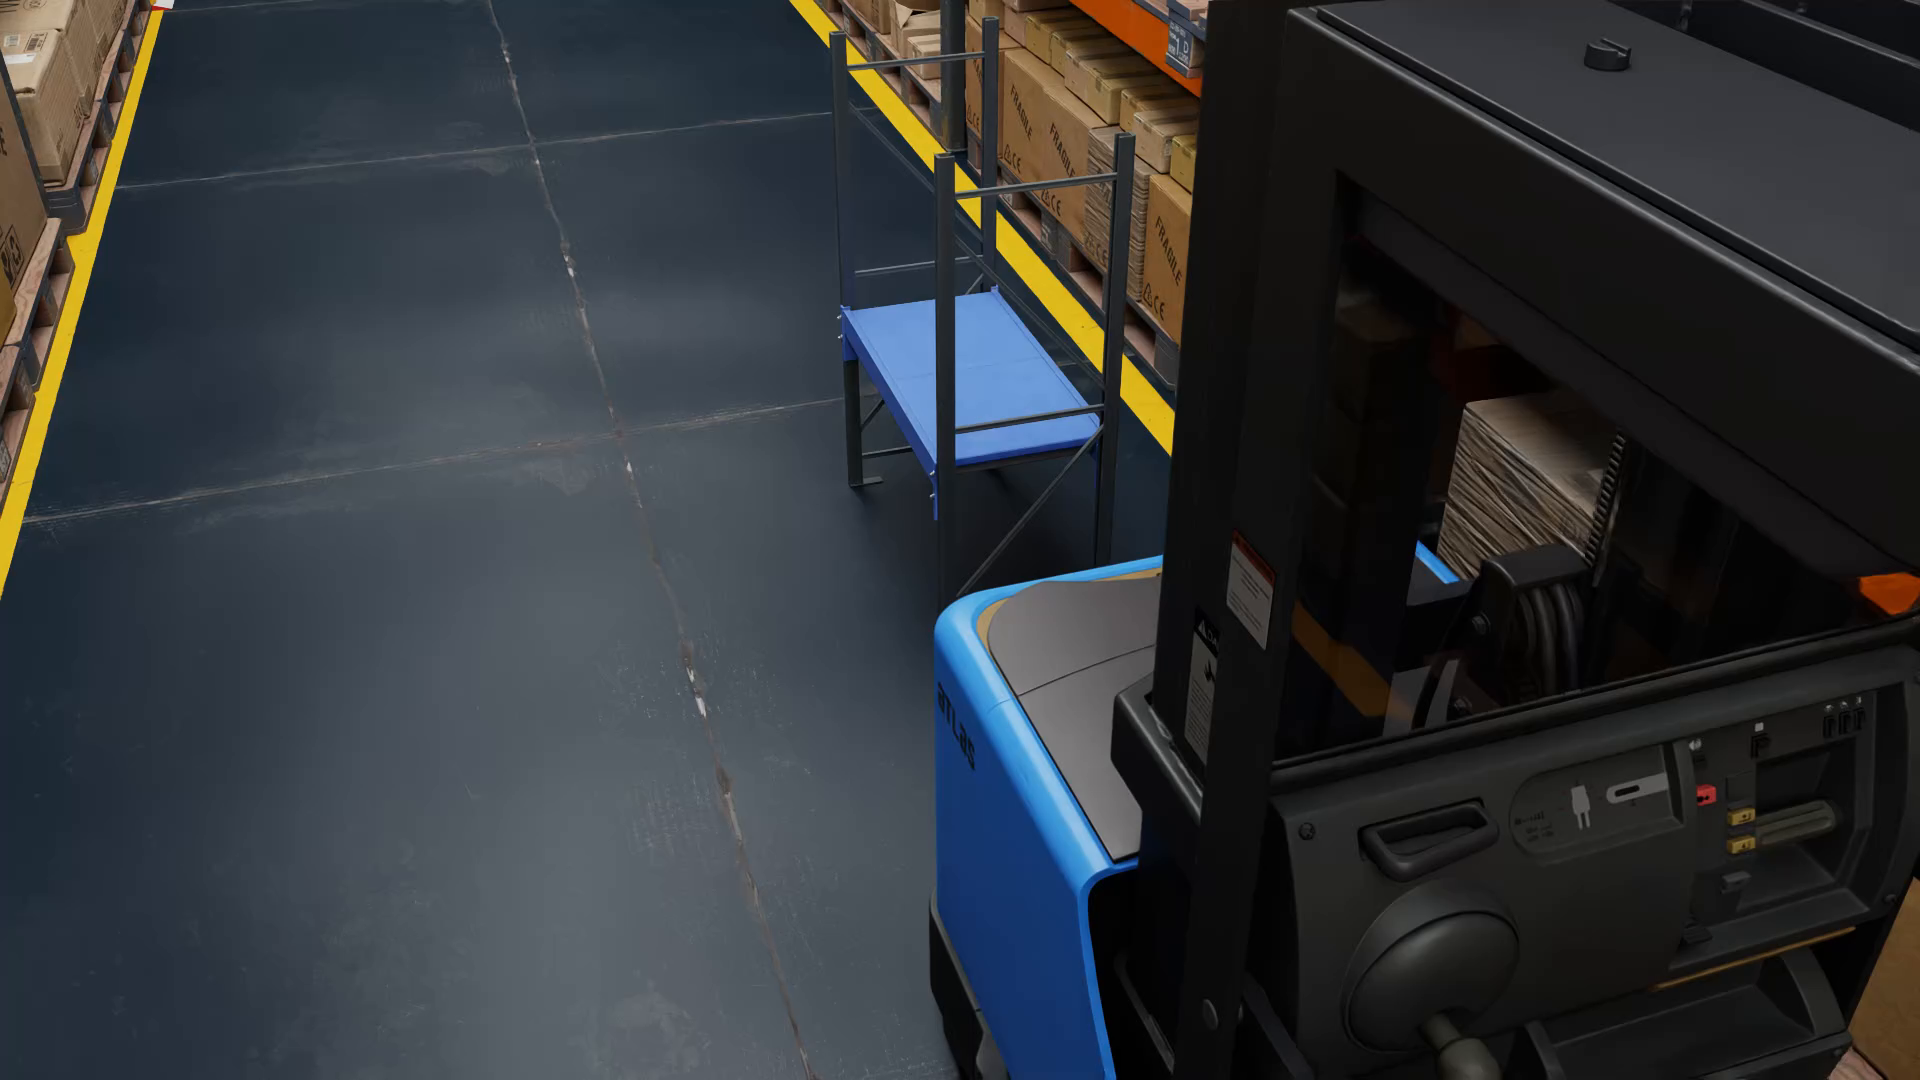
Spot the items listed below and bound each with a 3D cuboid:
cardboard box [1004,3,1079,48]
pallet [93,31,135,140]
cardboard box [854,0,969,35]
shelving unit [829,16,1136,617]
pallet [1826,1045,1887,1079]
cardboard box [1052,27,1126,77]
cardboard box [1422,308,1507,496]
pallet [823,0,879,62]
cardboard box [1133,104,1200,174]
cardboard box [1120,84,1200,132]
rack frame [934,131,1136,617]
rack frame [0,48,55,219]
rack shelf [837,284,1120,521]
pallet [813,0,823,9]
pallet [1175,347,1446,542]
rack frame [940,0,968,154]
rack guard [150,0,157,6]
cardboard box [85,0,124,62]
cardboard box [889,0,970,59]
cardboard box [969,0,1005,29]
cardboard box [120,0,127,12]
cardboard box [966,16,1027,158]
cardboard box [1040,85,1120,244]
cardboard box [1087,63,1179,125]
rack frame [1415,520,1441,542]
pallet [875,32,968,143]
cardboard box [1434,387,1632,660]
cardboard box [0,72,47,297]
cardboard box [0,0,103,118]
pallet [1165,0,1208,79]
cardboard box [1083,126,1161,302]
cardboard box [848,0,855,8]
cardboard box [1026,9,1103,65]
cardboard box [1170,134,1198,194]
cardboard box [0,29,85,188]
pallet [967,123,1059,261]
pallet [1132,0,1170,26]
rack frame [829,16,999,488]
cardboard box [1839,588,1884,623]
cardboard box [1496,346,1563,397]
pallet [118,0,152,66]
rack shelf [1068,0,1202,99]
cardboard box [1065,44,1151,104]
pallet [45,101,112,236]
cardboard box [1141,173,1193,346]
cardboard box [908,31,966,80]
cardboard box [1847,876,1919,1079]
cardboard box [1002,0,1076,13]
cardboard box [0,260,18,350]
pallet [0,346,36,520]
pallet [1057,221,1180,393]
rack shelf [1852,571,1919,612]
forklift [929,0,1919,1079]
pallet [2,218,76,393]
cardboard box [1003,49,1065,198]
[{"bbox_3d":[0.415,-2.282,7.280,0.380,0.149,0.250,-11,35,-16],"label":"cardboard box"},{"bbox_3d":[-4.859,-2.298,8.537,1.003,0.211,1.213,-10,35,-15],"label":"pallet"},{"bbox_3d":[-0.183,-3.139,9.166,0.700,0.500,0.500,-11,35,-17],"label":"cardboard box"},{"bbox_3d":[0.026,-0.581,4.769,0.538,1.500,1.048,-10,35,-15],"label":"shelving unit"},{"bbox_3d":[2.203,1.097,3.398,1.003,0.211,1.213,-10,35,-15],"label":"pallet"},{"bbox_3d":[0.600,-2.007,6.865,0.380,0.149,0.250,-11,35,-16],"label":"cardboard box"},{"bbox_3d":[1.287,-0.462,5.115,0.500,0.500,0.500,-9,35,-13],"label":"cardboard box"},{"bbox_3d":[-0.184,-3.083,9.725,1.003,0.211,1.213,-10,35,-15],"label":"pallet"},{"bbox_3d":[0.851,-1.465,6.044,0.380,0.149,0.250,-12,35,-17],"label":"cardboard box"},{"bbox_3d":[0.824,-1.602,6.252,0.380,0.149,0.250,-10,35,-15],"label":"cardboard box"},{"bbox_3d":[0.181,-0.314,4.365,0.500,1.500,0.032,-10,35,-15],"label":"rack frame"},{"bbox_3d":[-4.326,-2.408,6.173,1.000,3.000,0.127,-10,35,-15],"label":"rack frame"},{"bbox_3d":[0.026,-0.431,4.868,0.538,0.185,1.000,-10,35,-15],"label":"rack shelf"},{"bbox_3d":[-0.553,-3.723,10.692,1.003,0.211,1.213,-10,35,-15],"label":"pallet"},{"bbox_3d":[1.429,-0.379,5.632,1.003,0.211,1.213,-10,35,-15],"label":"pallet"},{"bbox_3d":[0.400,-3.244,7.439,1.000,3.000,0.127,-10,35,-15],"label":"rack frame"},{"bbox_3d":[-5.553,-3.477,10.059,1.175,0.500,0.348,-10,35,-15],"label":"rack guard"},{"bbox_3d":[-4.962,-2.805,8.718,0.875,0.438,0.875,-9,35,-13],"label":"cardboard box"},{"bbox_3d":[-0.158,-2.709,8.728,0.396,0.266,0.258,-9,34,-13],"label":"cardboard box"},{"bbox_3d":[0.256,-2.414,7.481,0.380,0.149,0.250,-8,34,-12],"label":"cardboard box"},{"bbox_3d":[-5.249,-3.284,9.443,0.875,0.438,0.875,-11,35,-16],"label":"cardboard box"},{"bbox_3d":[0.334,-2.085,7.571,0.500,0.500,0.500,-9,34,-13],"label":"cardboard box"},{"bbox_3d":[0.653,-1.544,6.752,0.500,0.500,0.500,-11,35,-16],"label":"cardboard box"},{"bbox_3d":[0.714,-1.739,6.459,0.380,0.149,0.250,-9,34,-13],"label":"cardboard box"},{"bbox_3d":[1.620,-1.144,4.261,1.000,3.000,0.127,-10,35,-15],"label":"rack frame"},{"bbox_3d":[0.192,-2.442,8.754,1.003,0.211,1.213,-10,35,-15],"label":"pallet"},{"bbox_3d":[1.798,0.001,4.301,0.875,0.625,0.625,-9,34,-13],"label":"cardboard box"},{"bbox_3d":[-4.060,-1.384,6.170,0.875,0.875,0.875,-9,34,-13],"label":"cardboard box"},{"bbox_3d":[-4.689,-2.332,8.001,0.875,0.438,0.875,-11,35,-16],"label":"cardboard box"},{"bbox_3d":[1.347,-1.408,4.834,1.213,0.211,1.003,-10,35,-15],"label":"pallet"},{"bbox_3d":[0.806,-1.271,6.339,0.500,0.500,0.500,-11,35,-16],"label":"cardboard box"},{"bbox_3d":[-0.434,-3.390,9.546,0.500,0.500,0.500,-9,35,-14],"label":"cardboard box"},{"bbox_3d":[0.504,-2.149,7.079,0.380,0.149,0.250,-12,35,-17],"label":"cardboard box"},{"bbox_3d":[0.964,-1.325,5.832,0.380,0.149,0.250,-11,35,-15],"label":"cardboard box"},{"bbox_3d":[-4.415,-1.862,7.289,0.875,0.438,0.875,-11,35,-15],"label":"cardboard box"},{"bbox_3d":[0.684,-1.660,7.571,1.003,0.211,1.213,-10,35,-15],"label":"pallet"},{"bbox_3d":[1.023,-2.084,5.858,1.003,0.211,1.213,-10,35,-15],"label":"pallet"},{"bbox_3d":[-0.129,-0.848,5.173,0.500,1.500,0.032,-10,35,-15],"label":"rack frame"},{"bbox_3d":[2.005,0.343,3.783,0.875,0.625,0.625,-9,34,-13],"label":"cardboard box"},{"bbox_3d":[1.759,-0.545,5.240,0.500,0.500,0.500,-9,34,-13],"label":"cardboard box"},{"bbox_3d":[-5.227,-2.938,9.504,1.003,0.211,1.213,-10,35,-15],"label":"pallet"},{"bbox_3d":[1.010,-1.894,6.048,1.077,0.370,4.000,-10,35,-15],"label":"rack shelf"},{"bbox_3d":[0.641,-1.870,6.657,0.380,0.149,0.250,-10,35,-15],"label":"cardboard box"},{"bbox_3d":[-4.483,-1.657,7.566,1.003,0.211,1.213,-10,35,-15],"label":"pallet"},{"bbox_3d":[0.982,-1.001,5.931,0.500,0.500,0.500,-9,34,-13],"label":"cardboard box"},{"bbox_3d":[-0.049,-2.473,8.477,0.380,0.149,0.250,-11,35,-16],"label":"cardboard box"},{"bbox_3d":[2.210,0.696,3.249,0.875,0.625,0.625,-11,35,-17],"label":"cardboard box"},{"bbox_3d":[0.381,-2.410,7.204,0.380,0.149,0.250,-12,35,-17],"label":"cardboard box"},{"bbox_3d":[-3.777,-0.911,5.455,0.875,0.875,0.875,-9,35,-13],"label":"cardboard box"},{"bbox_3d":[-3.643,-0.210,5.377,1.003,0.211,1.213,-10,35,-15],"label":"pallet"},{"bbox_3d":[1.060,-1.019,6.600,1.003,0.211,1.213,-10,35,-15],"label":"pallet"},{"bbox_3d":[2.231,0.206,2.870,1.077,0.370,4.000,-10,35,-15],"label":"rack shelf"},{"bbox_3d":[0.890,0.465,1.887,1.130,2.935,3.031,-11,35,-16],"label":"forklift"},{"bbox_3d":[-4.018,-0.852,6.348,1.003,0.211,1.213,-10,35,-15],"label":"pallet"},{"bbox_3d":[0.505,-1.807,7.150,0.500,0.500,0.500,-10,35,-15],"label":"cardboard box"}]
